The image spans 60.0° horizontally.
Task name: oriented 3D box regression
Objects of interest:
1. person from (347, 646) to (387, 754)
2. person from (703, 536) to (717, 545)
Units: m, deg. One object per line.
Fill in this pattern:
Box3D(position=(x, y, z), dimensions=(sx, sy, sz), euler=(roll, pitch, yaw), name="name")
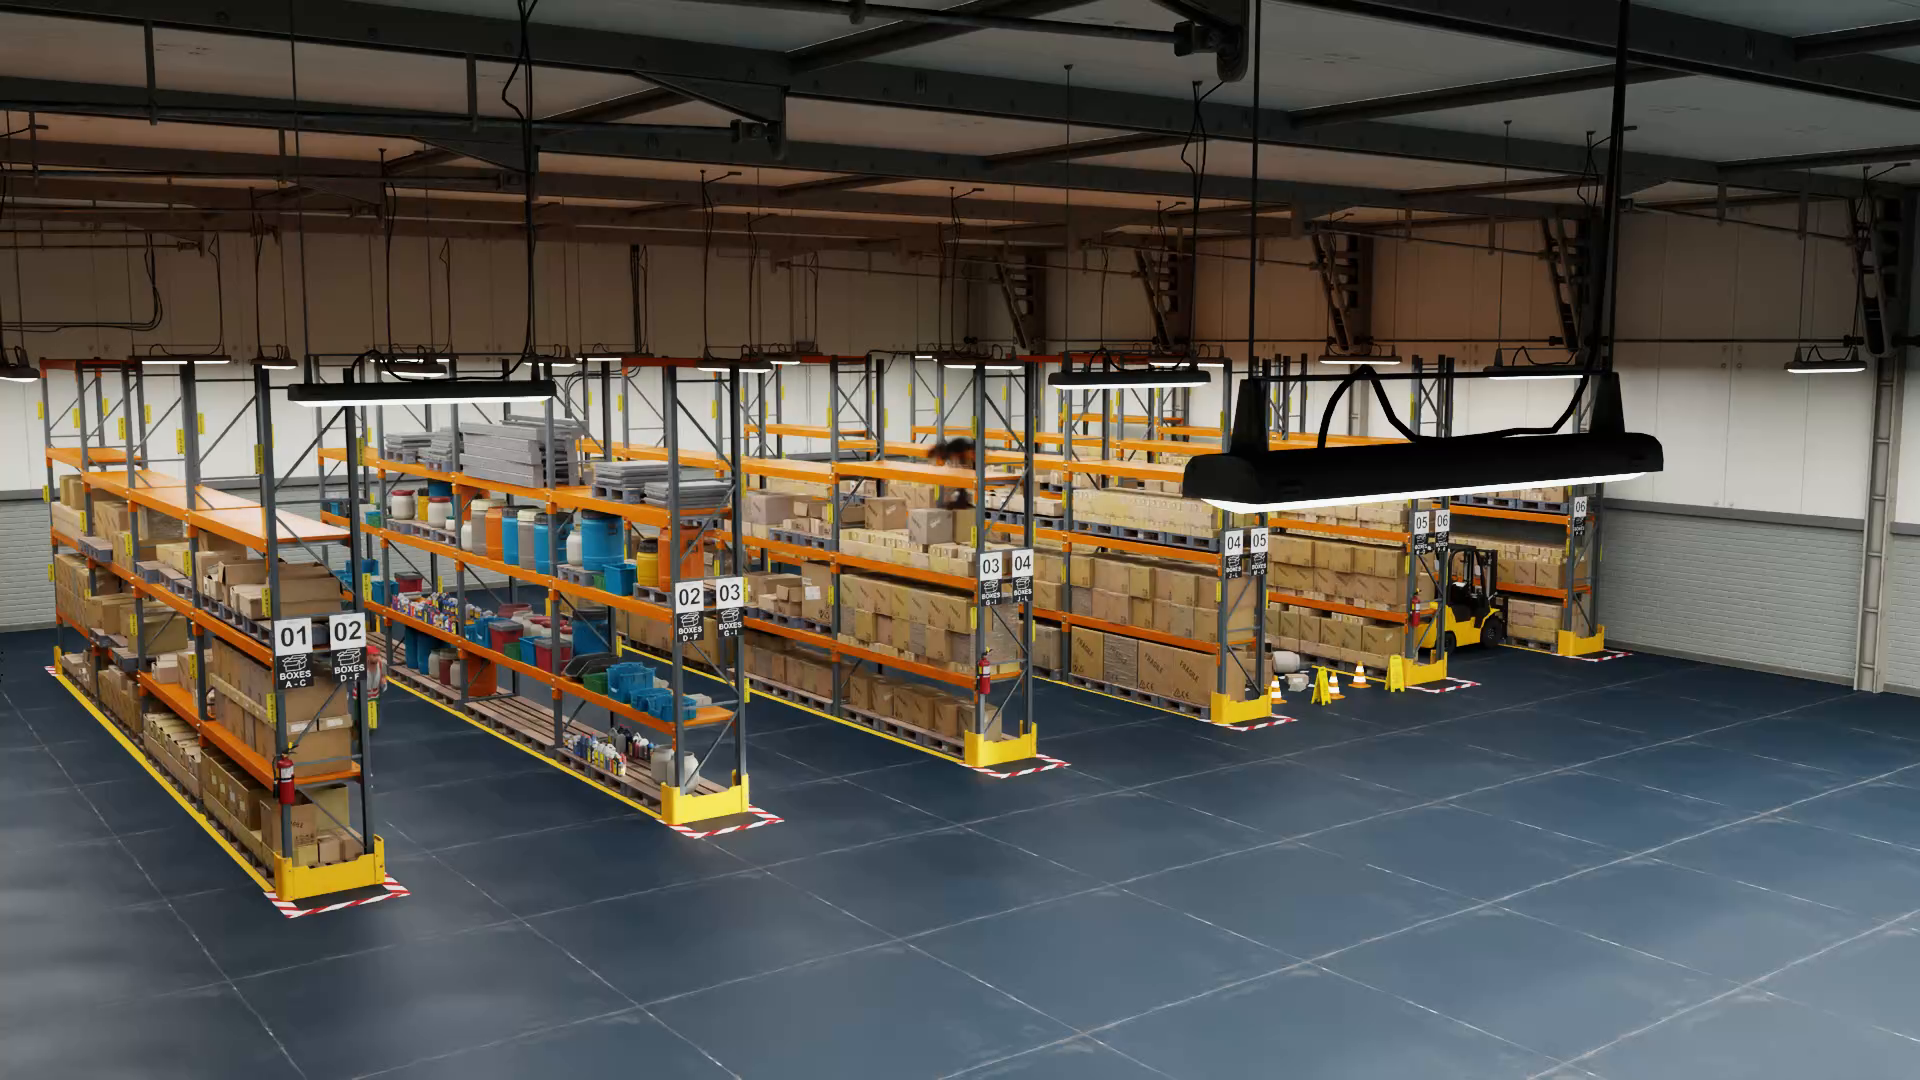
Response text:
Box3D(position=(-9.089, 2.443, 25.480), dimensions=(0.743, 1.708, 0.662), euler=(5, 9, 36), name="person")
Box3D(position=(-6.469, 0.559, 41.632), dimensions=(0.727, 1.587, 0.946), euler=(-4, 8, -31), name="person")
